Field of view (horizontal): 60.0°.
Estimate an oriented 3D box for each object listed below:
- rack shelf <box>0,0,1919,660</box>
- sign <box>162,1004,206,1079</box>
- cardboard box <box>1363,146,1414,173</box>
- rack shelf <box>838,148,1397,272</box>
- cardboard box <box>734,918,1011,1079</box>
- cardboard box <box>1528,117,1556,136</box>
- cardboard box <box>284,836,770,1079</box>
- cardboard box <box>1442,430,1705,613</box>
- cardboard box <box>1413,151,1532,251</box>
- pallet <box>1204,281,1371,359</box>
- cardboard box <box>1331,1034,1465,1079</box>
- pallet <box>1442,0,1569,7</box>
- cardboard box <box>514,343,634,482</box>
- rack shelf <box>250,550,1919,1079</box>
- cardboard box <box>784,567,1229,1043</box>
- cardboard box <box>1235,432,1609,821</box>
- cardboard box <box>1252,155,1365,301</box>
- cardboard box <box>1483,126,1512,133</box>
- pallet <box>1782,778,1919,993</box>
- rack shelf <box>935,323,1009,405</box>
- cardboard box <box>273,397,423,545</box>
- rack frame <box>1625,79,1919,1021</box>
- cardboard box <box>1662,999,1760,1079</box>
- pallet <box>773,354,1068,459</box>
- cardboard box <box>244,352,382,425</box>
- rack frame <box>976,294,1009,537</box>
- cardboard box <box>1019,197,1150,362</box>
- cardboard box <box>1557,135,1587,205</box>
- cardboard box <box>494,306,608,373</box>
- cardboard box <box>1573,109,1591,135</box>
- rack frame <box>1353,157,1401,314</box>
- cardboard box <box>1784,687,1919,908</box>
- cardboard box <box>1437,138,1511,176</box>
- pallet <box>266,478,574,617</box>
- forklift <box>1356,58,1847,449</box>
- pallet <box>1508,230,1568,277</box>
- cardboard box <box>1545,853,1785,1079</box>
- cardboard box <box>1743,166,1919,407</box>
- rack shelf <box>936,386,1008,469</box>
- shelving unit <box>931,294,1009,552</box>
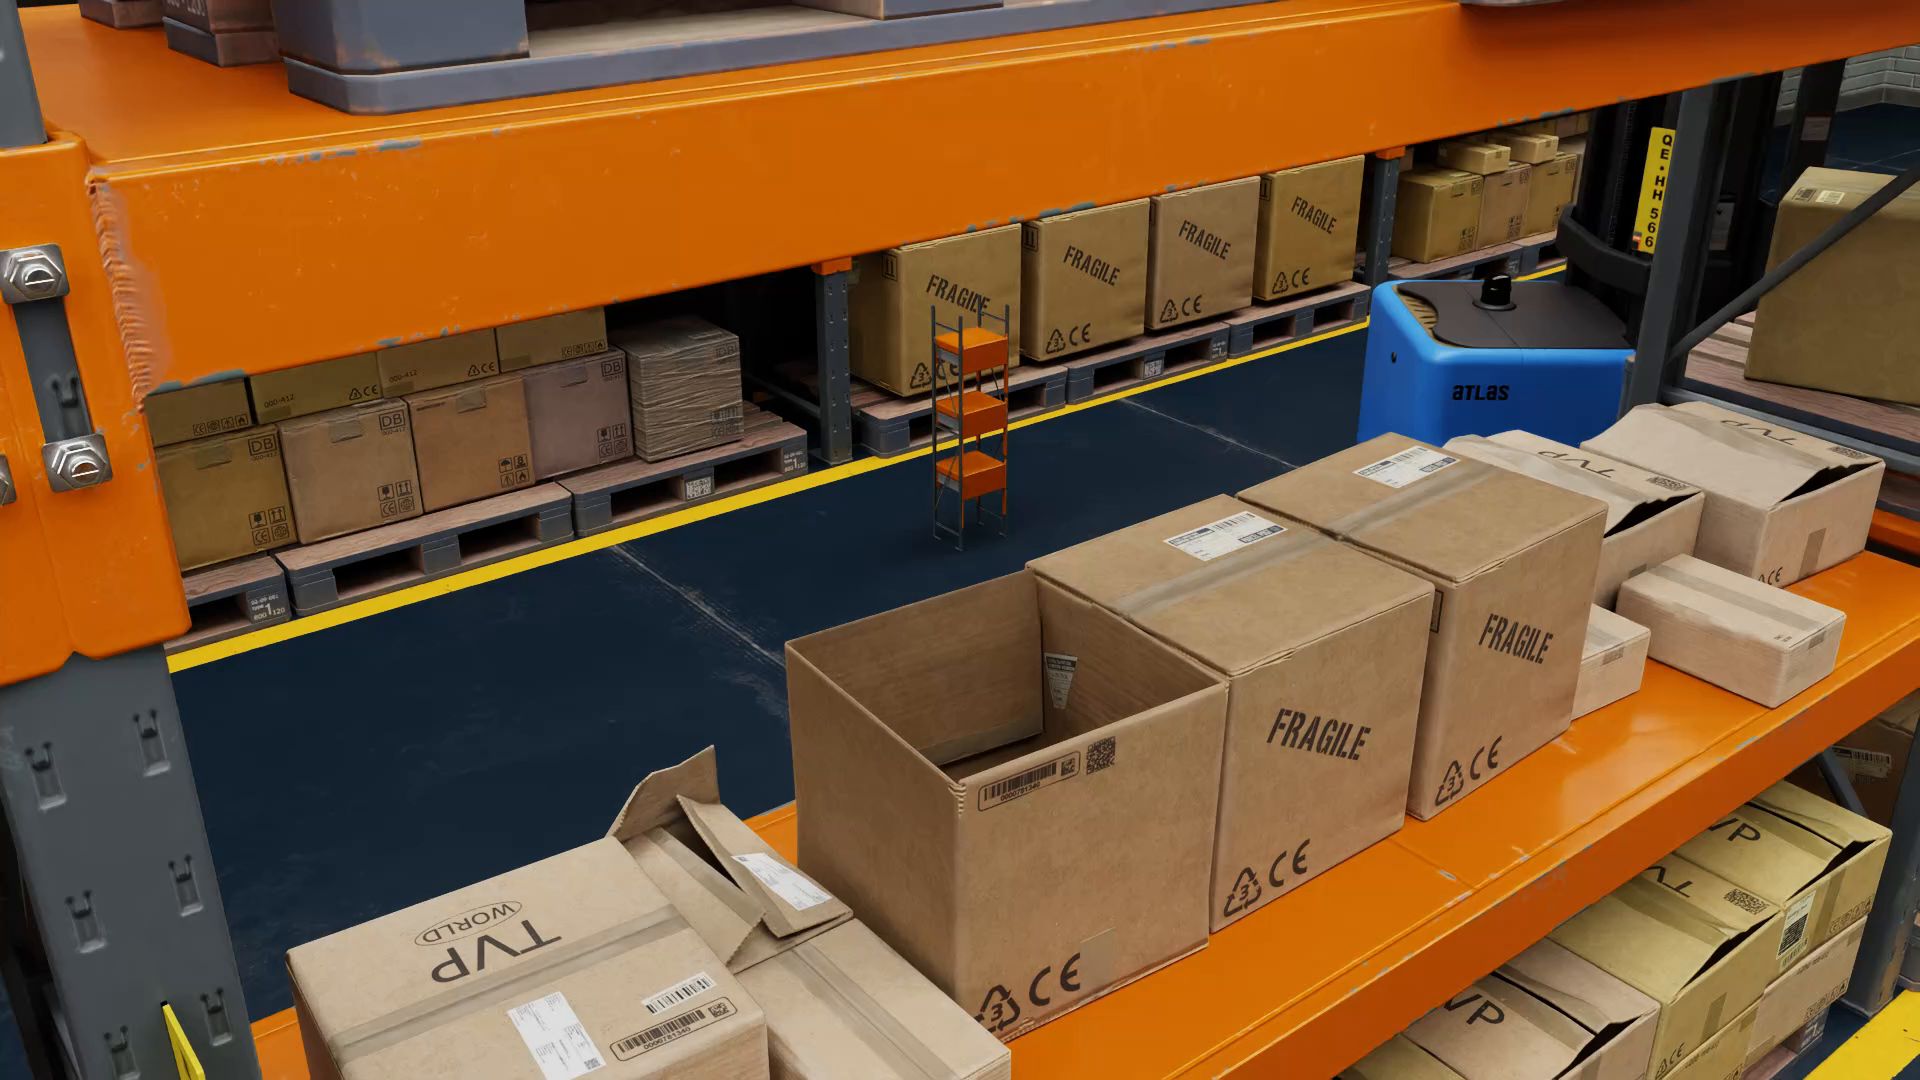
[{"bbox_3d":[0.610,-0.765,2.627,4.000,0.370,1.077,-18,31,-34],"label":"rack shelf"},{"bbox_3d":[-0.620,0.543,1.394,0.005,0.325,0.100,-18,31,-34],"label":"sign"},{"bbox_3d":[2.687,-2.469,10.707,0.250,0.149,0.380,-18,31,-34],"label":"cardboard box"},{"bbox_3d":[0.698,-2.084,9.032,4.000,0.370,1.077,-18,31,-34],"label":"rack shelf"},{"bbox_3d":[-0.140,0.740,2.391,0.250,0.149,0.380,-18,31,-34],"label":"cardboard box"},{"bbox_3d":[3.909,-2.874,11.578,0.250,0.149,0.380,-18,30,-34],"label":"cardboard box"},{"bbox_3d":[-0.603,0.714,2.326,0.500,0.250,0.500,-16,29,-31],"label":"cardboard box"},{"bbox_3d":[1.360,-0.042,3.883,0.500,0.311,0.500,-19,31,-35],"label":"cardboard box"},{"bbox_3d":[3.321,-2.276,11.062,0.500,0.500,0.700,-19,31,-35],"label":"cardboard box"},{"bbox_3d":[1.711,-1.440,10.101,1.213,0.211,1.003,-18,31,-34],"label":"pallet"},{"bbox_3d":[0.724,1.166,3.275,0.500,0.311,0.500,-17,30,-33],"label":"cardboard box"},{"bbox_3d":[0.827,-1.028,2.564,1.213,0.211,1.003,-17,30,-32],"label":"pallet"},{"bbox_3d":[-1.887,-0.657,7.549,0.500,0.500,0.700,-18,31,-34],"label":"cardboard box"},{"bbox_3d":[0.610,0.595,3.259,4.000,0.370,1.077,-18,31,-34],"label":"rack shelf"},{"bbox_3d":[0.065,0.412,2.680,0.500,0.500,0.500,-16,29,-30],"label":"cardboard box"},{"bbox_3d":[0.873,0.145,3.255,0.500,0.500,0.500,-20,32,-37],"label":"cardboard box"},{"bbox_3d":[1.841,-1.933,9.907,0.750,0.750,0.750,-18,30,-33],"label":"cardboard box"},{"bbox_3d":[3.507,-2.741,11.292,0.250,0.149,0.380,-18,30,-34],"label":"cardboard box"},{"bbox_3d":[2.795,0.833,5.205,1.213,0.211,1.003,-18,31,-34],"label":"pallet"},{"bbox_3d":[0.042,-0.738,6.944,0.240,0.259,0.215,-18,31,-34],"label":"rack shelf"},{"bbox_3d":[-2.653,-0.384,6.961,0.500,0.500,0.700,-18,30,-33],"label":"cardboard box"},{"bbox_3d":[2.184,-0.251,4.227,0.127,3.000,1.000,-18,31,-34],"label":"rack frame"},{"bbox_3d":[1.517,1.159,3.958,0.500,0.250,0.500,-19,31,-35],"label":"cardboard box"},{"bbox_3d":[-0.209,-0.806,8.735,1.213,0.211,1.003,-18,31,-34],"label":"pallet"},{"bbox_3d":[-2.703,-0.706,6.764,0.500,0.250,0.500,-19,31,-35],"label":"cardboard box"},{"bbox_3d":[0.138,-0.522,7.127,0.008,1.050,0.200,-18,31,-34],"label":"rack frame"},{"bbox_3d":[0.477,-1.479,8.929,0.750,0.750,0.750,-18,31,-34],"label":"cardboard box"},{"bbox_3d":[4.141,-2.550,11.651,0.500,0.500,0.700,-19,31,-36],"label":"cardboard box"},{"bbox_3d":[-1.898,-0.965,7.322,0.500,0.250,0.500,-18,30,-33],"label":"cardboard box"},{"bbox_3d":[4.310,-3.007,11.865,0.250,0.149,0.380,-18,30,-34],"label":"cardboard box"},{"bbox_3d":[2.272,-2.930,10.000,0.127,3.000,1.000,-18,31,-34],"label":"rack frame"},{"bbox_3d":[2.718,0.660,4.711,0.500,0.500,0.500,-17,30,-32],"label":"cardboard box"},{"bbox_3d":[3.306,-2.469,10.708,0.250,0.149,0.380,-17,30,-32],"label":"cardboard box"},{"bbox_3d":[-2.451,-0.108,7.232,1.213,0.211,1.003,-18,31,-34],"label":"pallet"},{"bbox_3d":[3.251,-1.260,6.484,3.031,2.935,1.130,0,25,1],"label":"forklift"},{"bbox_3d":[3.879,-2.155,11.643,1.213,0.211,1.003,-18,31,-34],"label":"pallet"},{"bbox_3d":[1.519,0.907,3.835,0.500,0.311,0.500,-19,31,-35],"label":"cardboard box"},{"bbox_3d":[2.610,-0.687,4.550,0.700,0.500,0.500,15,29,29],"label":"cardboard box"},{"bbox_3d":[0.042,-0.481,7.063,0.240,0.259,0.215,-18,31,-34],"label":"rack shelf"},{"bbox_3d":[0.042,-0.490,7.059,0.252,1.050,0.215,-18,31,-34],"label":"shelving unit"}]
